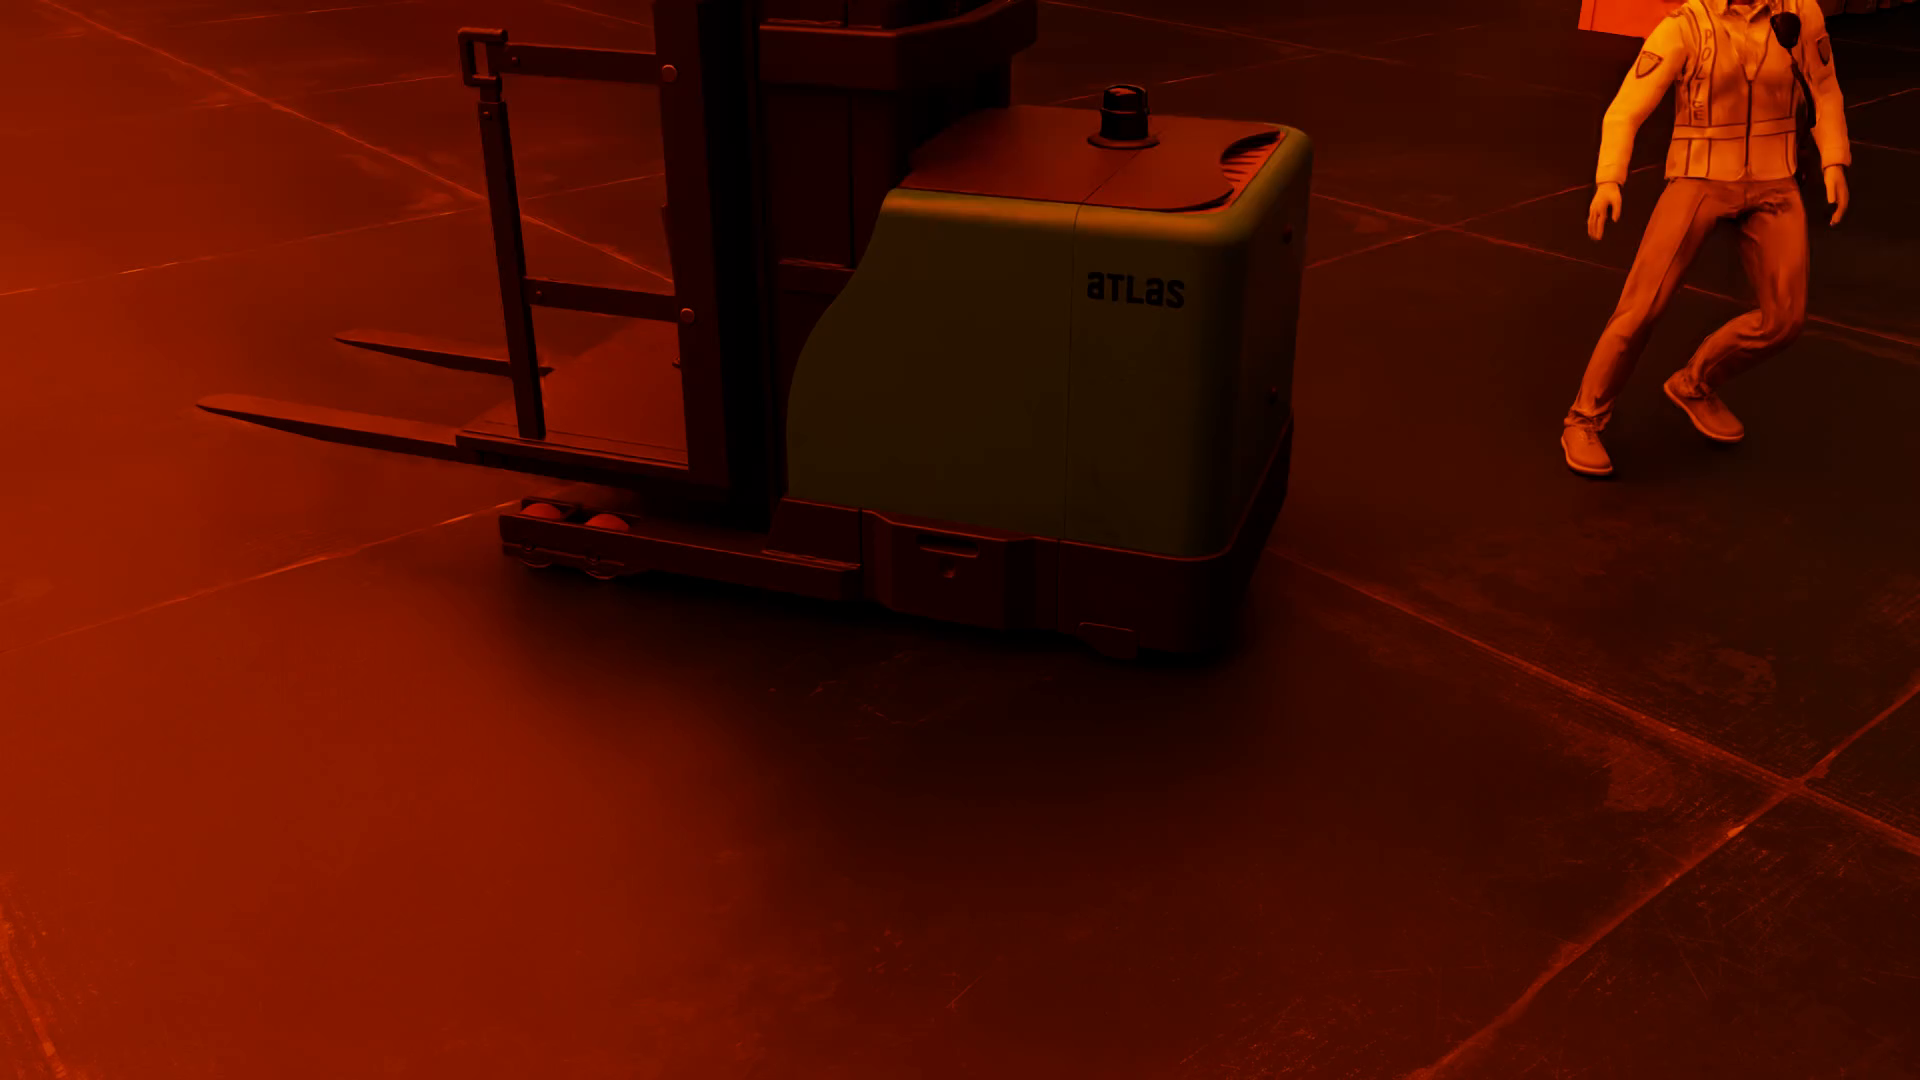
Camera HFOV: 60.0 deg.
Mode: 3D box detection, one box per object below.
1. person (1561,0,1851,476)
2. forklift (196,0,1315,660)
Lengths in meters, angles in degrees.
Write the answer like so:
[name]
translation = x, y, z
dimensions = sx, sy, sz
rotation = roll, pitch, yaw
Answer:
[person]
translation = 2.127, -0.985, 4.711
dimensions = 0.717, 1.570, 0.548
rotation = 3, 27, 6
[forklift]
translation = -0.668, -1.421, 4.066
dimensions = 3.031, 2.935, 1.130
rotation = 9, 28, 17
